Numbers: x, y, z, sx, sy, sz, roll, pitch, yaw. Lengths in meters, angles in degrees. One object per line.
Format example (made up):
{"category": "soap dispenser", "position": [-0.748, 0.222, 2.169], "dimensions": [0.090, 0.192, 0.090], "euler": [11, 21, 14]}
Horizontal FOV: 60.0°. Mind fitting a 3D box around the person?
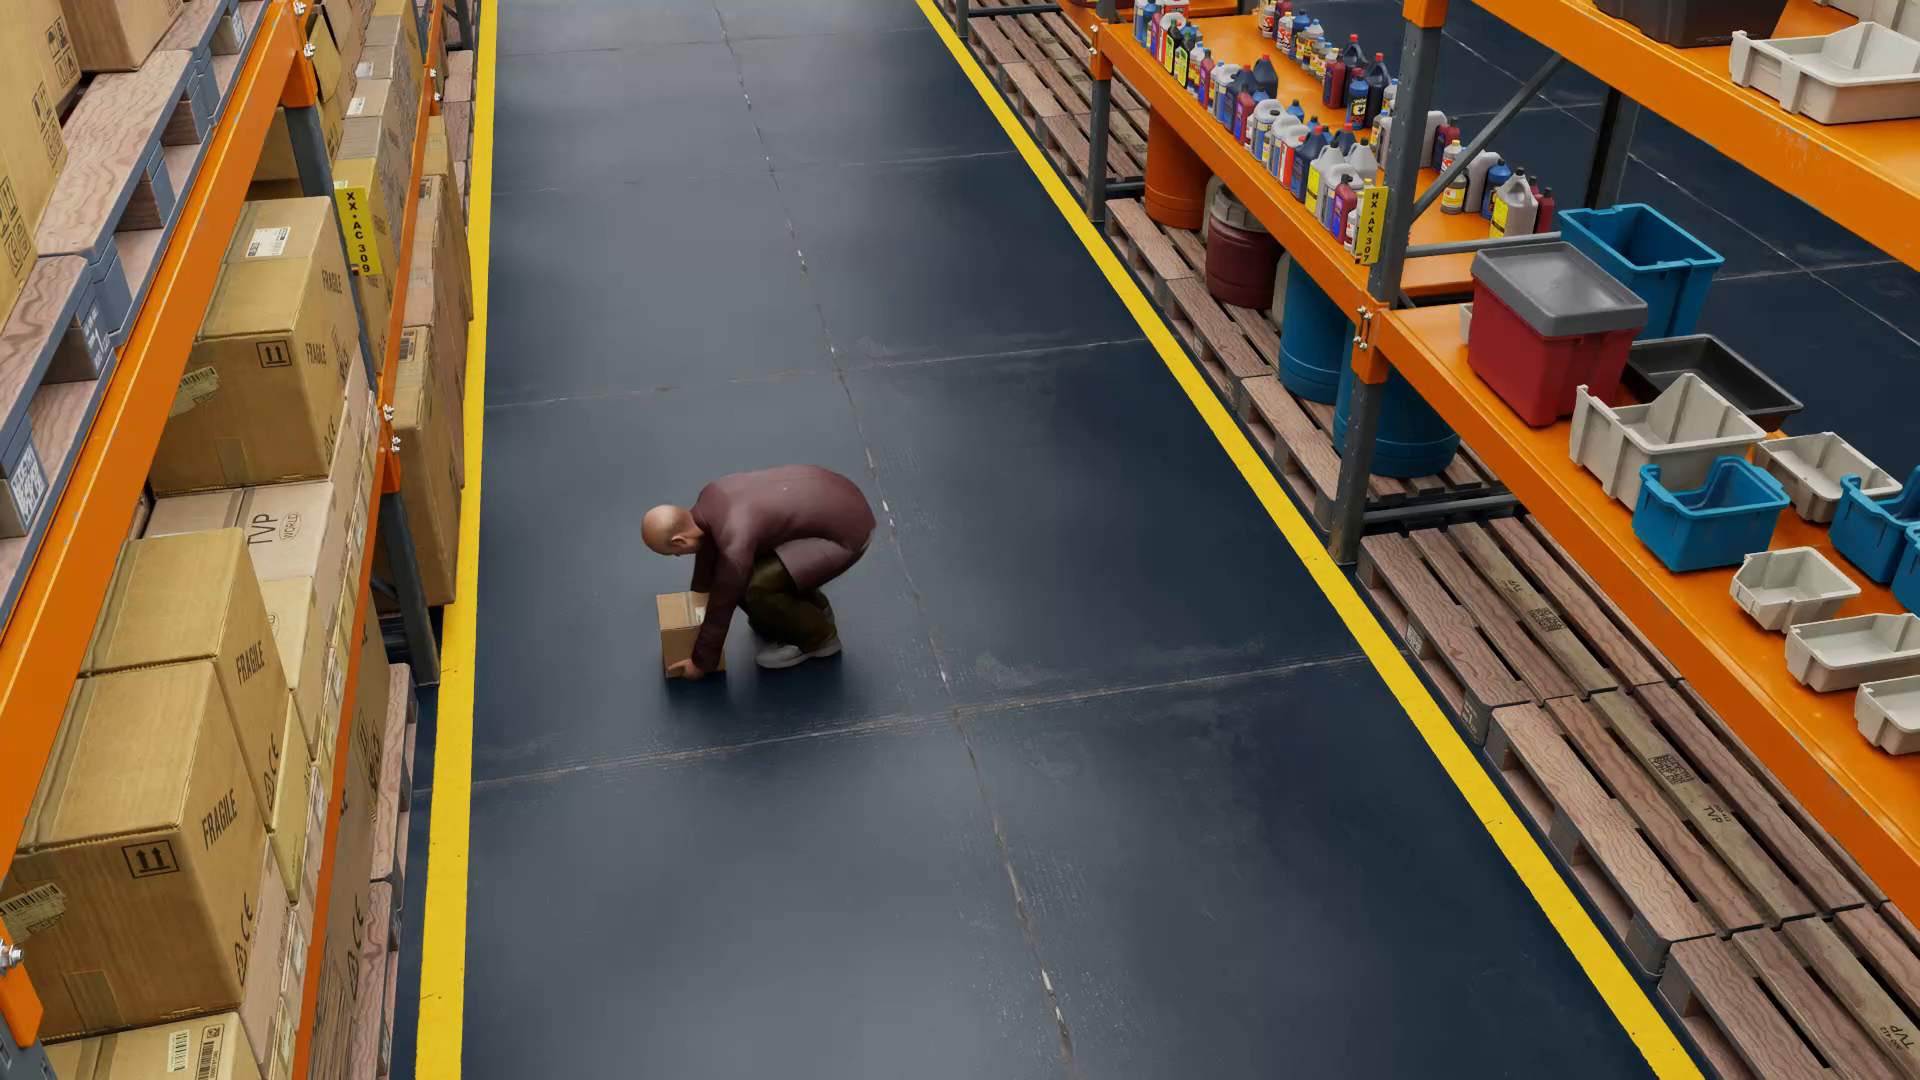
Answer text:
{"category": "person", "position": [-0.810, 0.116, 6.861], "dimensions": [0.947, 0.838, 0.572], "euler": [-8, 35, -12]}
